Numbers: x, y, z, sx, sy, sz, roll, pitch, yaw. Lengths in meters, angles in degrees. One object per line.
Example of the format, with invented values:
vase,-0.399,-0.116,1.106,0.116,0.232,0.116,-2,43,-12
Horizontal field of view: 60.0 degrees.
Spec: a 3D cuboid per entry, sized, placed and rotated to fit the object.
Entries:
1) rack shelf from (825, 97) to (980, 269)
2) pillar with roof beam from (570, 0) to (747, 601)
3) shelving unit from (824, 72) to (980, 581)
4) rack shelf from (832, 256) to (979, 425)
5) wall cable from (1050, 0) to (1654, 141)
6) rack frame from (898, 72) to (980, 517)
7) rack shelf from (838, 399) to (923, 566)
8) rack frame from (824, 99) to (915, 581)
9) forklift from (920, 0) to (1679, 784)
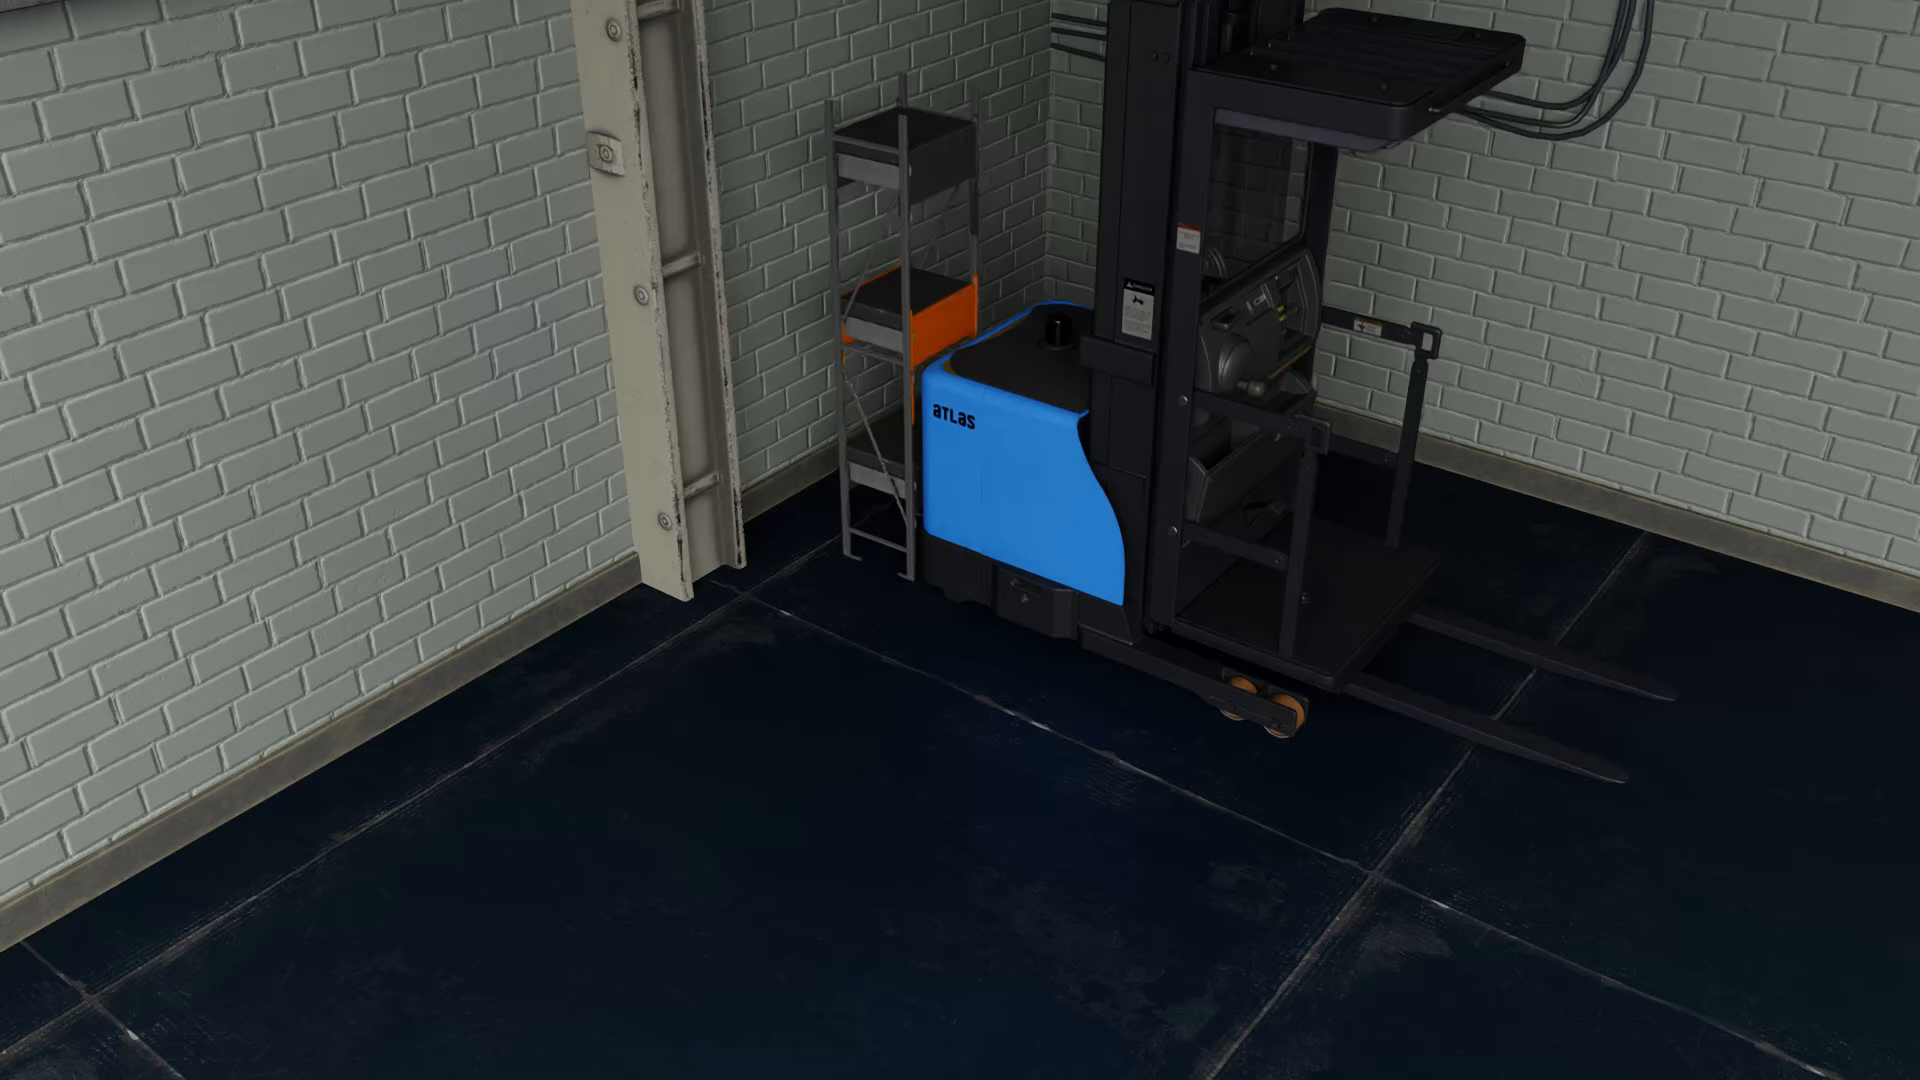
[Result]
rack shelf,-0.229,-1.472,6.828,0.431,0.518,0.480,20,36,30
pillar with roof beam,2.225,-2.403,2.978,9.100,9.000,0.400,21,37,31
shelving unit,-0.229,-0.882,7.178,0.431,2.100,0.503,20,36,30
rack shelf,-0.229,-0.870,7.185,0.431,0.518,0.480,20,36,30
wall cable,1.626,-3.182,7.339,3.097,2.526,0.112,21,37,31
rack frame,-0.088,-0.983,7.350,0.400,2.100,0.015,20,36,30
rack shelf,-0.229,-0.268,7.542,0.431,0.518,0.480,20,36,30
rack frame,-0.369,-0.780,7.006,0.400,2.100,0.015,20,36,30
forklift,1.316,-0.802,6.228,3.031,2.935,1.130,20,36,30
